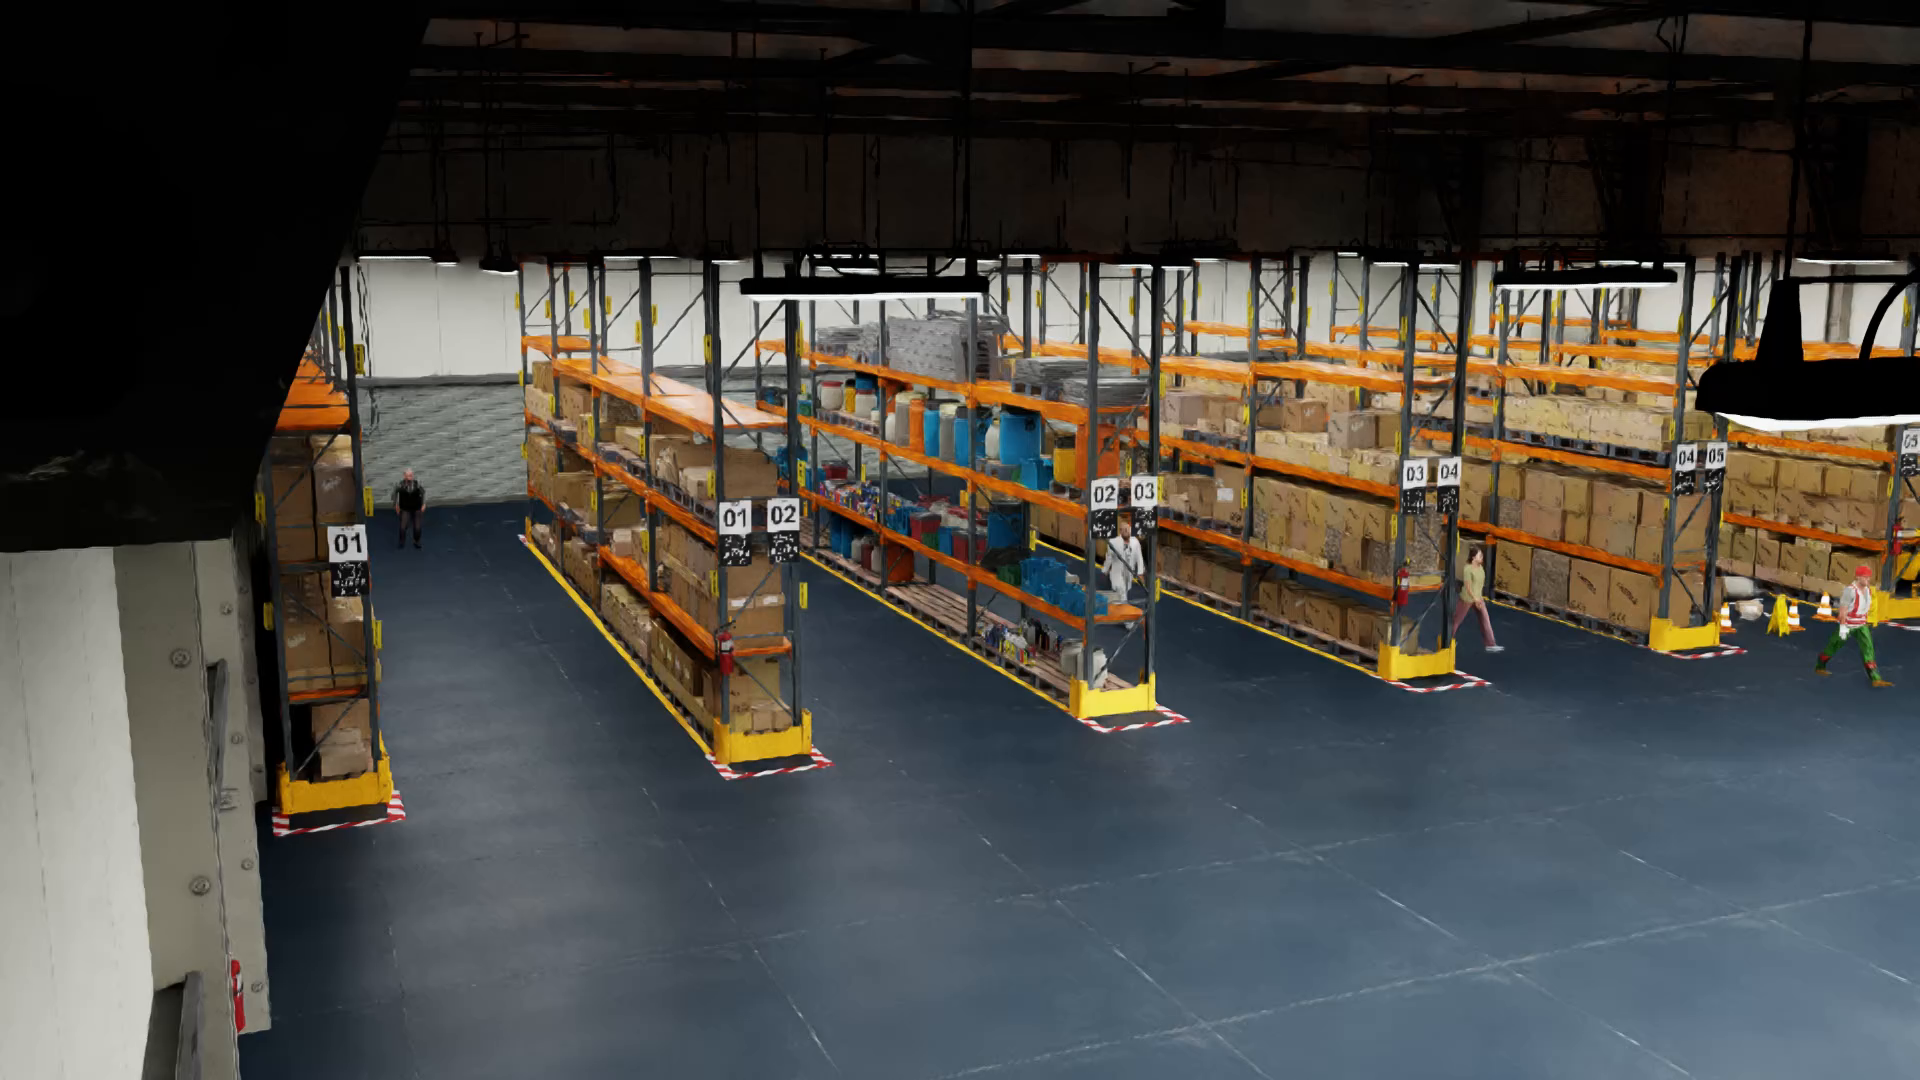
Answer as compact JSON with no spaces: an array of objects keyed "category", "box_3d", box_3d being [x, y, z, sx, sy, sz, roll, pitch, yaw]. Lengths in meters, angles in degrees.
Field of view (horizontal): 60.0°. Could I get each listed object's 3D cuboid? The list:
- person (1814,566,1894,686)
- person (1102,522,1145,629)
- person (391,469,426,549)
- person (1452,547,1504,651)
[{"category":"person","box_3d":[12.753,1.195,23.680,0.553,1.709,1.123,-4,11,-20]},{"category":"person","box_3d":[2.696,0.553,27.205,0.598,1.725,1.111,-4,11,-23]},{"category":"person","box_3d":[-11.219,-0.636,33.906,0.677,1.674,0.534,-5,11,-24]},{"category":"person","box_3d":[7.900,0.895,25.612,0.446,1.604,1.013,-6,12,-30]}]
